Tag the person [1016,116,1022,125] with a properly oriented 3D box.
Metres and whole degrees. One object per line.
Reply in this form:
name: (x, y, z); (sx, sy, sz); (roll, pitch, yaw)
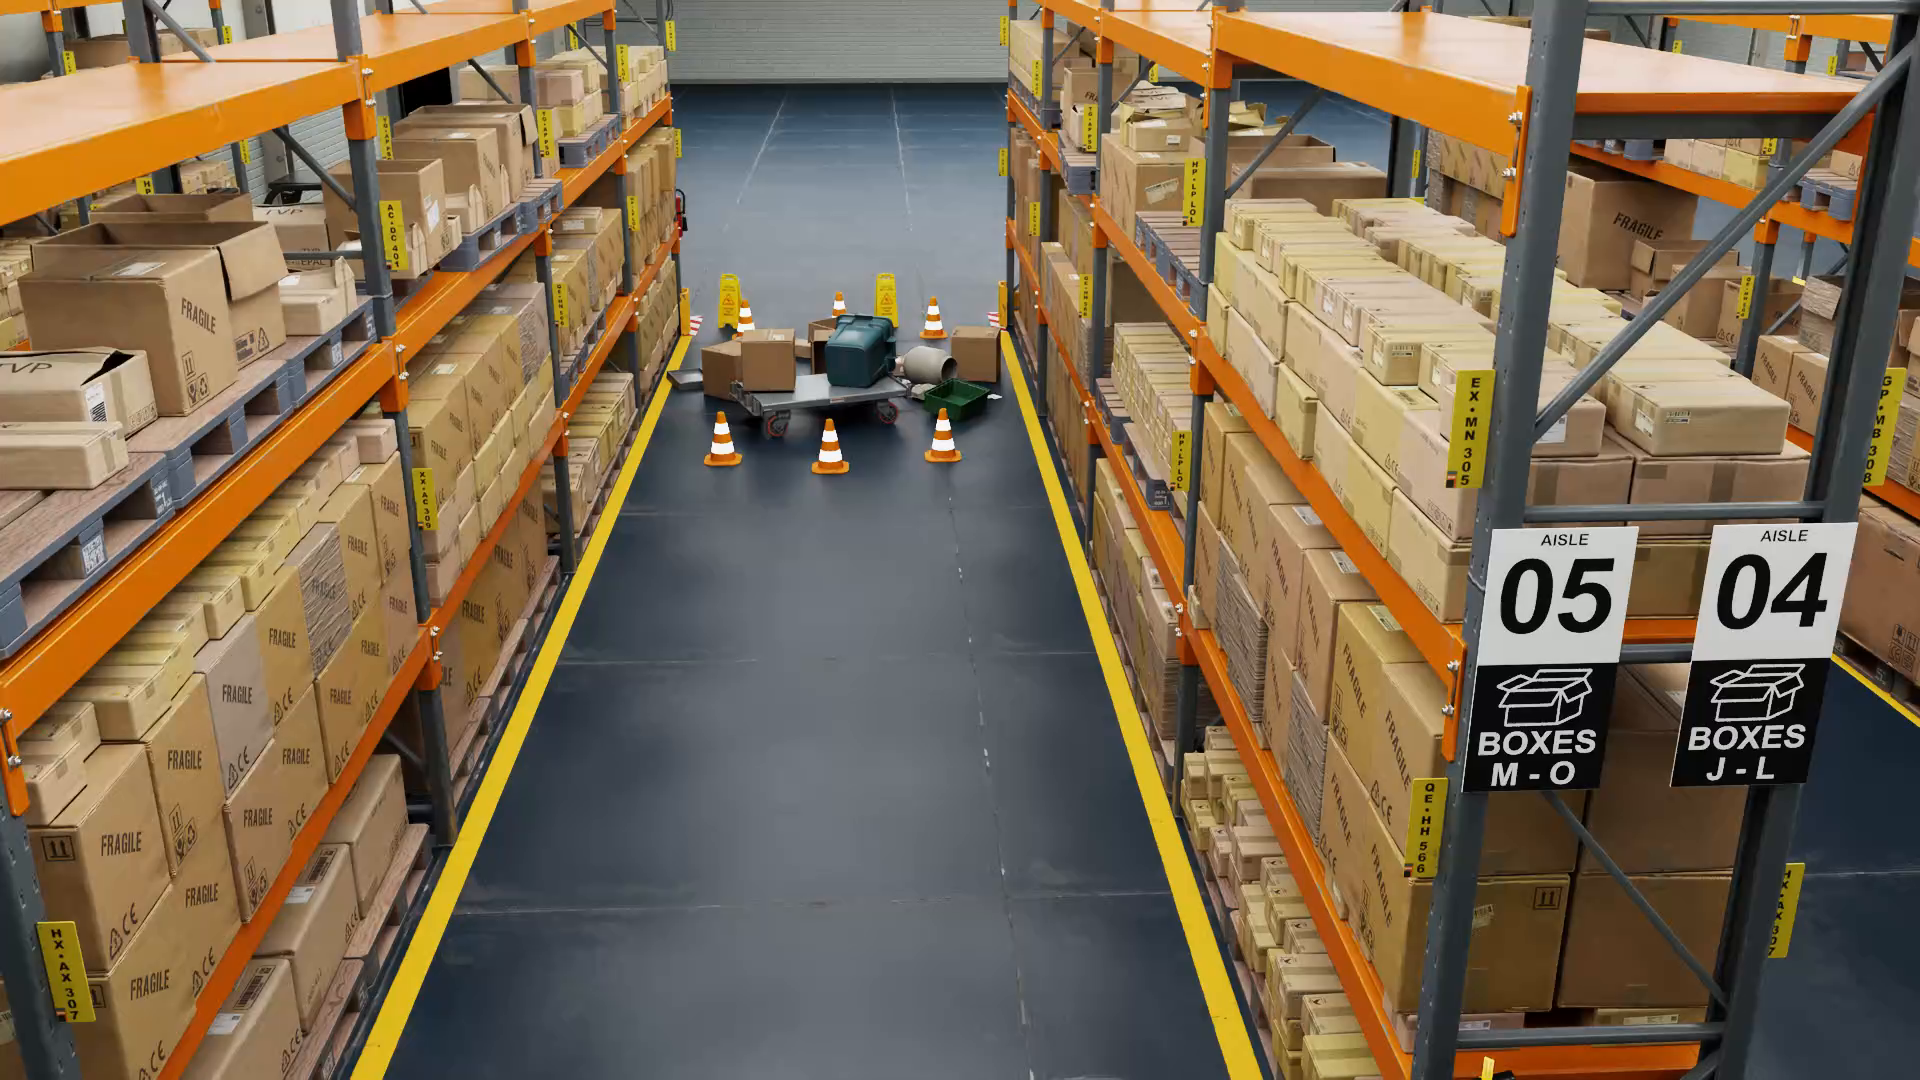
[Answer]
person: (-1.700, -0.772, 9.776); (9.744, 2.370, 22.327); (6, 21, 15)
